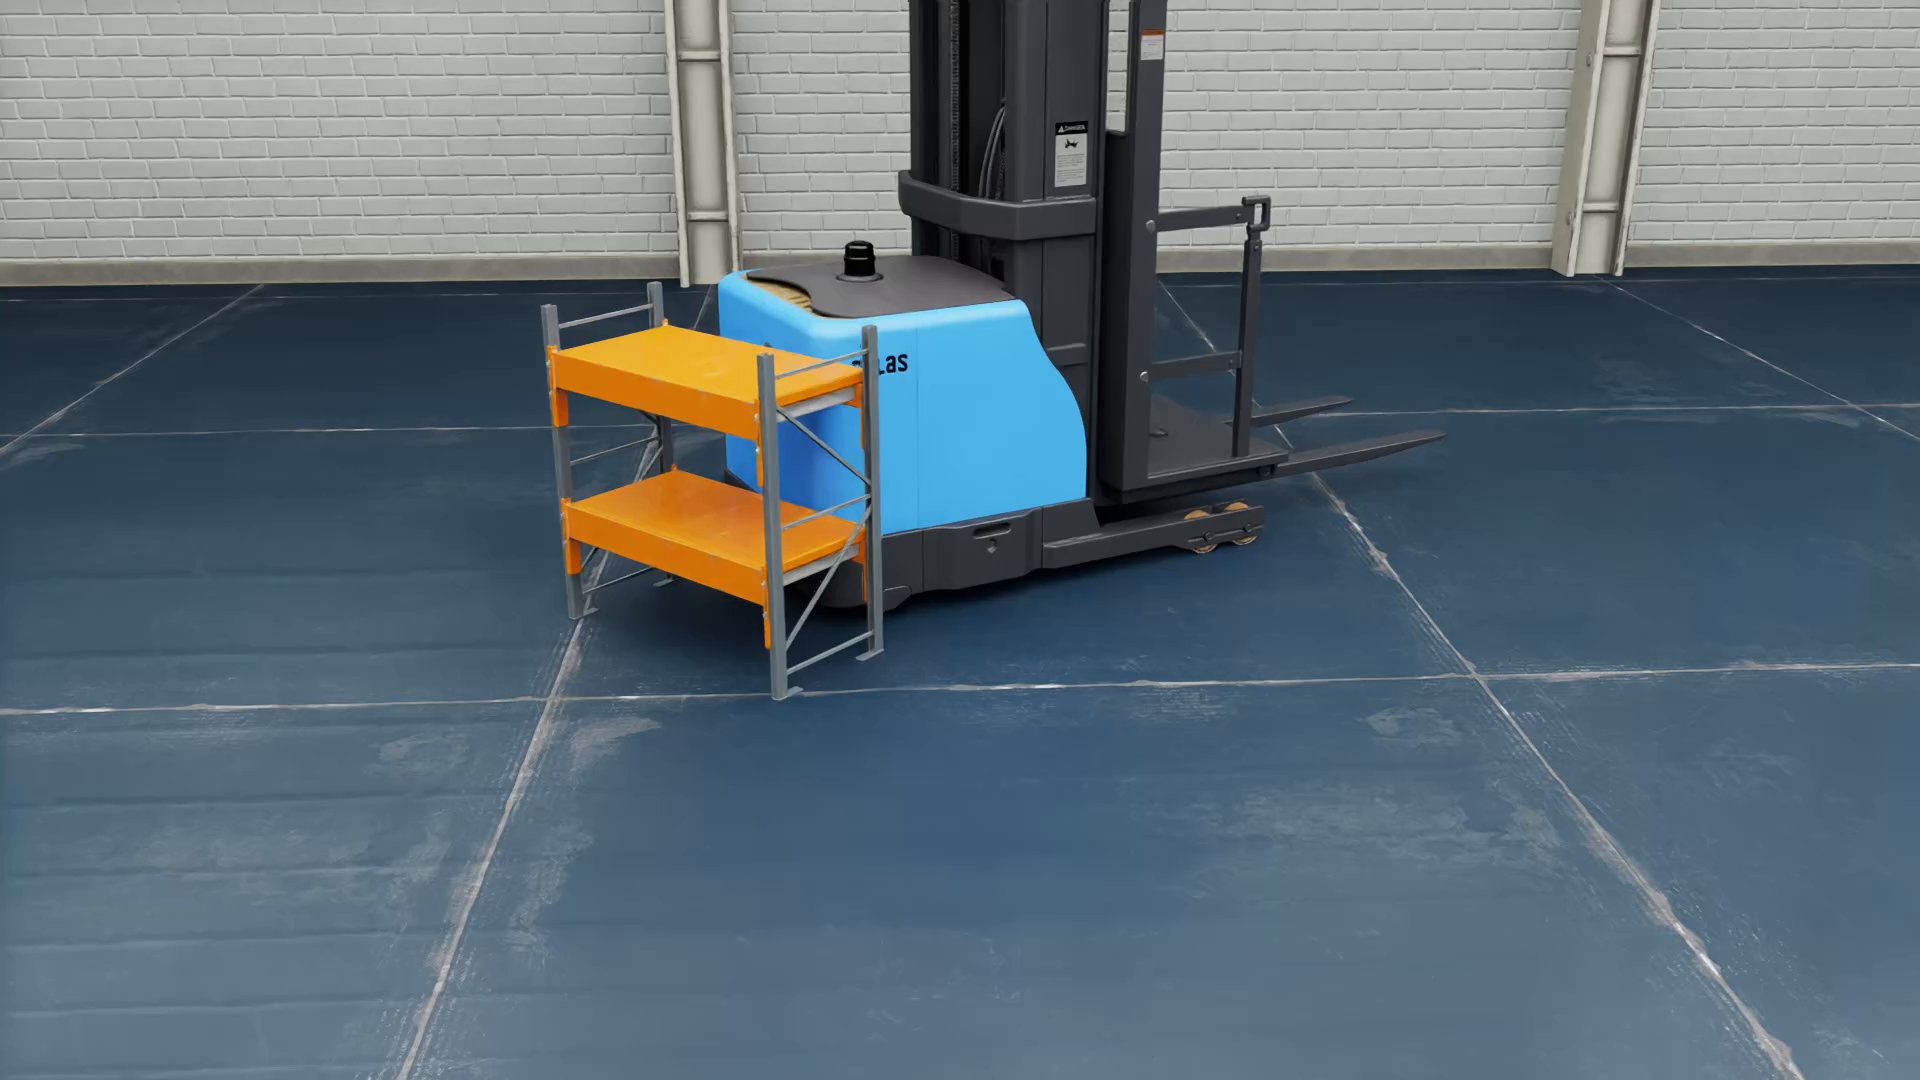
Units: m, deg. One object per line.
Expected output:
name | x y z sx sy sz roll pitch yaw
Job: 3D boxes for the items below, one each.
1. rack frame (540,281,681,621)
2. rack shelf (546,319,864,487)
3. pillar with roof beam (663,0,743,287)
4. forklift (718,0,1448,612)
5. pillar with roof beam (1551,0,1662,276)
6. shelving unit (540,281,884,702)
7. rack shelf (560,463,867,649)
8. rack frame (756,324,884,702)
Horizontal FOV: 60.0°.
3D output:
rack frame | -1.216 -0.313 5.862 0.032 1.125 0.500 16 26 36
rack shelf | -0.823 -0.472 5.457 1.000 0.278 0.538 16 26 36
pillar with roof beam | -1.419 -4.413 5.564 0.400 9.000 9.100 -1 21 -3
forklift | 0.624 -1.470 6.364 3.031 2.935 1.130 -11 23 -26
pillar with roof beam | 4.572 -4.535 5.884 0.400 9.000 9.100 -1 21 -3
shelving unit | -0.823 -0.198 5.561 1.048 1.125 0.538 16 26 36
rack shelf | -0.823 0.030 5.648 1.000 0.278 0.538 16 26 36
rack frame | -0.429 -0.084 5.260 0.032 1.125 0.500 16 26 36
